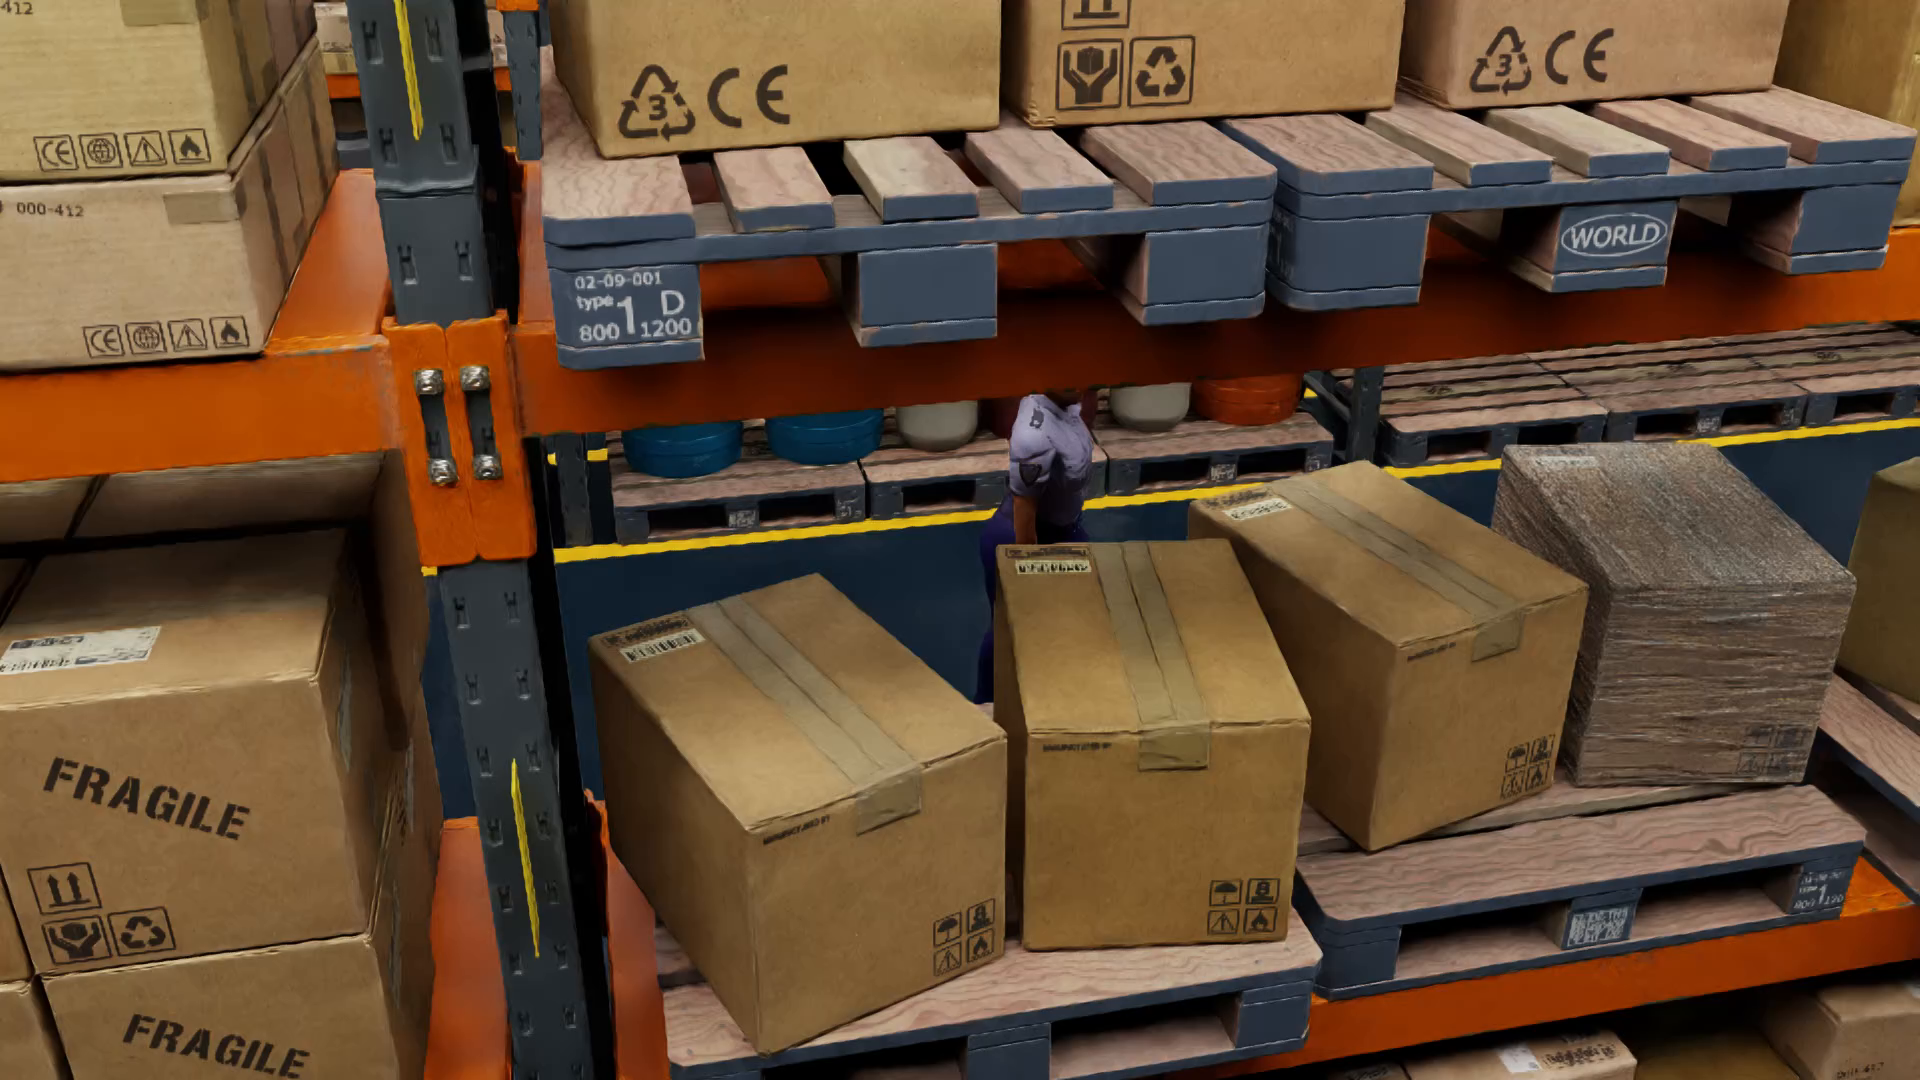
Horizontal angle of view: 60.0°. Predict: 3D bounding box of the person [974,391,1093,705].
[{"bbox_3d":[0.283,0.010,6.080,0.486,1.638,0.509,8,28,15],"label":"person"}]
